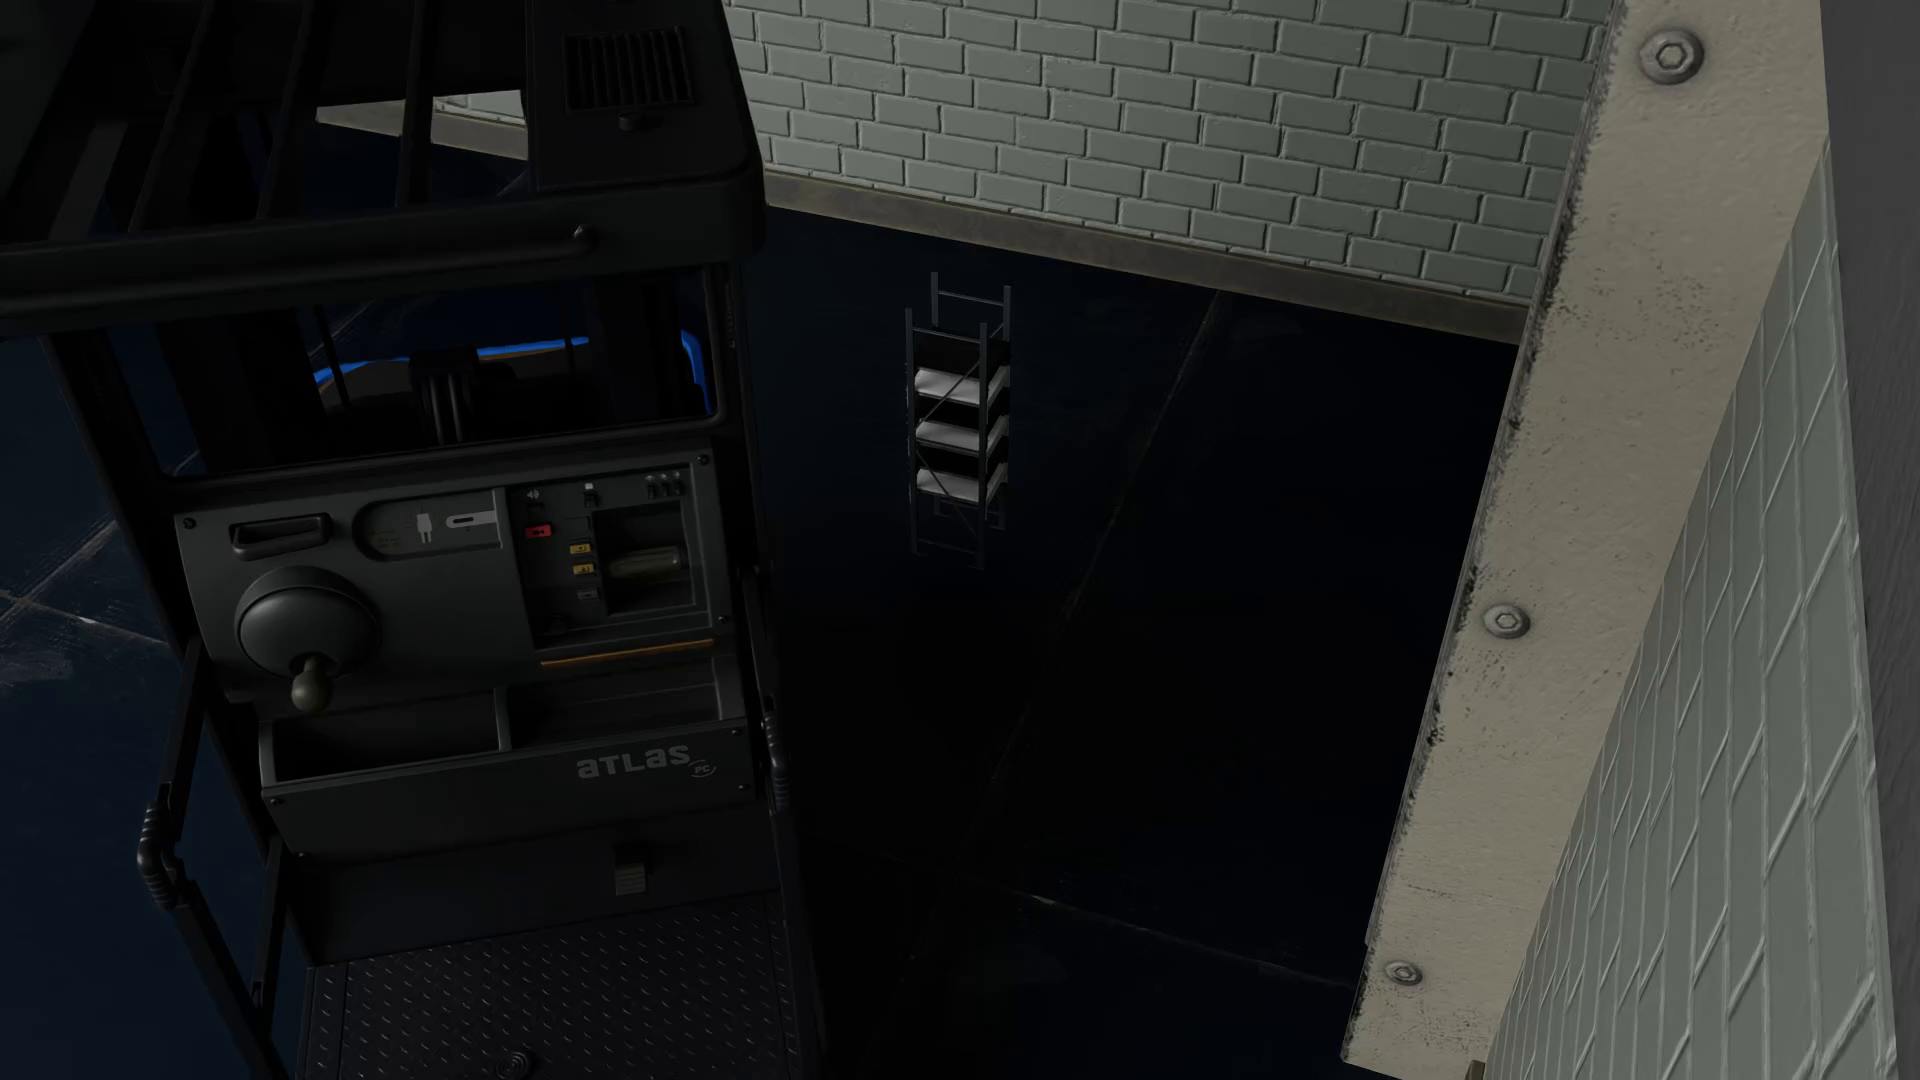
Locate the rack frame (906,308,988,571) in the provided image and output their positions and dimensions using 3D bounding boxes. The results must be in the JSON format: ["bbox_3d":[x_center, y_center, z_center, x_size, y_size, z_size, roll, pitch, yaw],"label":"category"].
[{"bbox_3d":[-0.038,-0.275,4.879,0.240,0.900,0.006,13,42,15],"label":"rack frame"}]

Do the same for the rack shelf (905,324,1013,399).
[{"bbox_3d":[-0.003,-0.517,4.799,0.258,0.077,0.200,13,42,15],"label":"rack shelf"}]

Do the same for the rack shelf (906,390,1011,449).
[{"bbox_3d":[-0.003,-0.381,4.915,0.258,0.077,0.200,13,42,15],"label":"rack shelf"}]

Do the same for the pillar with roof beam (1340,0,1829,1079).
[{"bbox_3d":[-2.956,-3.264,2.143,9.100,9.000,0.400,13,42,15],"label":"pillar with roof beam"}]

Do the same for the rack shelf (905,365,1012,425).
[{"bbox_3d":[-0.003,-0.449,4.857,0.258,0.077,0.200,13,42,15],"label":"rack shelf"}]

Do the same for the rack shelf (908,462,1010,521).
[{"bbox_3d":[-0.003,-0.175,5.091,0.258,0.077,0.200,13,42,15],"label":"rack shelf"}]

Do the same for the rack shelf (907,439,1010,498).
[{"bbox_3d":[-0.003,-0.244,5.032,0.258,0.077,0.200,13,42,15],"label":"rack shelf"}]

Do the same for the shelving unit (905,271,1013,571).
[{"bbox_3d":[-0.003,-0.337,4.952,0.258,0.900,0.210,13,42,15],"label":"shelving unit"}]

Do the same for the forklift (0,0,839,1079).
[{"bbox_3d":[-0.846,0.144,2.823,1.130,2.935,3.031,-8,41,-9],"label":"forklift"}]

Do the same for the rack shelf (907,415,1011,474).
[{"bbox_3d":[-0.003,-0.312,4.974,0.258,0.077,0.200,13,42,15],"label":"rack shelf"}]

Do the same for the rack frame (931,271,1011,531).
[{"bbox_3d":[0.032,-0.399,5.025,0.240,0.900,0.006,13,42,15],"label":"rack frame"}]
